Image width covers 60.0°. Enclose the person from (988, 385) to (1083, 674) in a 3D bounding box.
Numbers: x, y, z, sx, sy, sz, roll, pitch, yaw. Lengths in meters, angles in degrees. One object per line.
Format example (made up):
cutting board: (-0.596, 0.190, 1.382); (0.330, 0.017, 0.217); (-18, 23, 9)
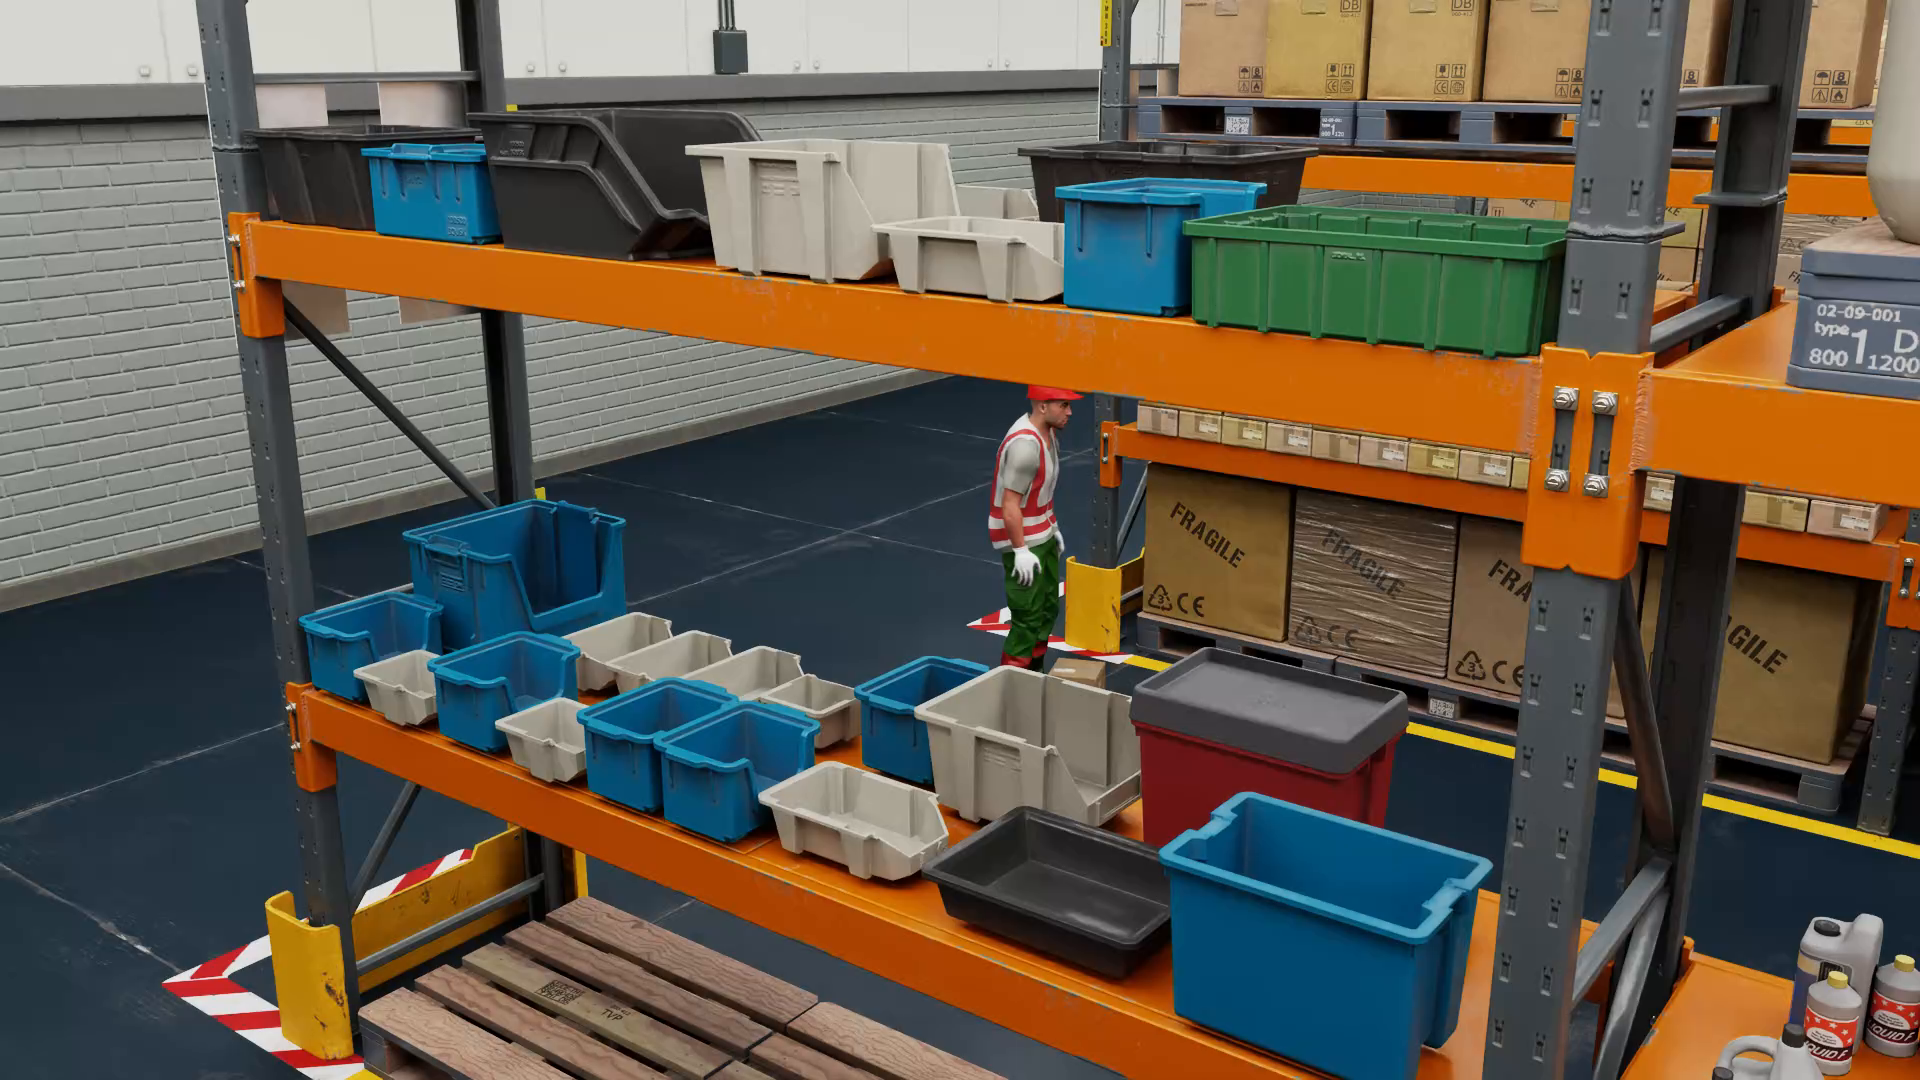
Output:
person: (0.381, 0.023, 8.432); (0.449, 1.778, 0.610); (6, 17, 18)
